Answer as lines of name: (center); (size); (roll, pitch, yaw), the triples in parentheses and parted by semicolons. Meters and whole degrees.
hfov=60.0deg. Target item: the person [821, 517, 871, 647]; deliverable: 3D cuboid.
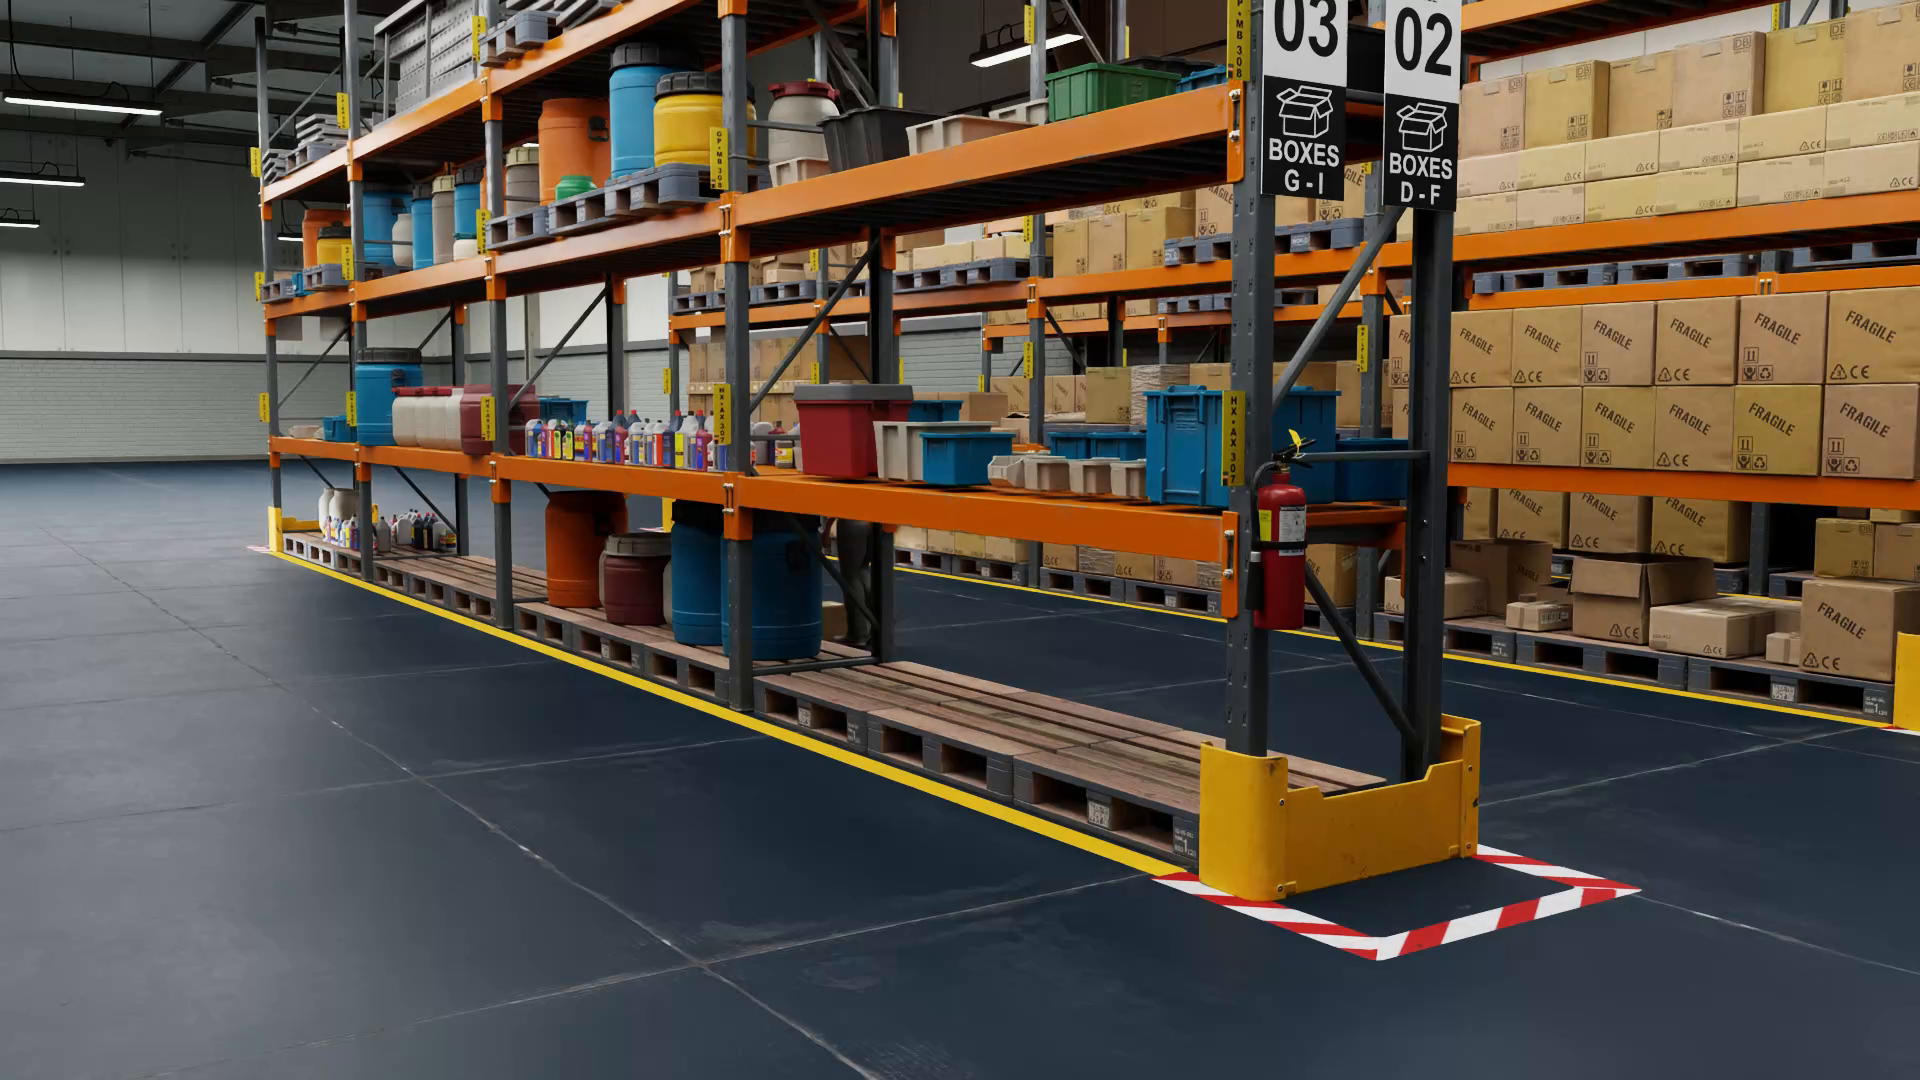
person: (-0.742, -0.072, 11.561); (0.396, 1.686, 0.509); (4, 6, 40)
